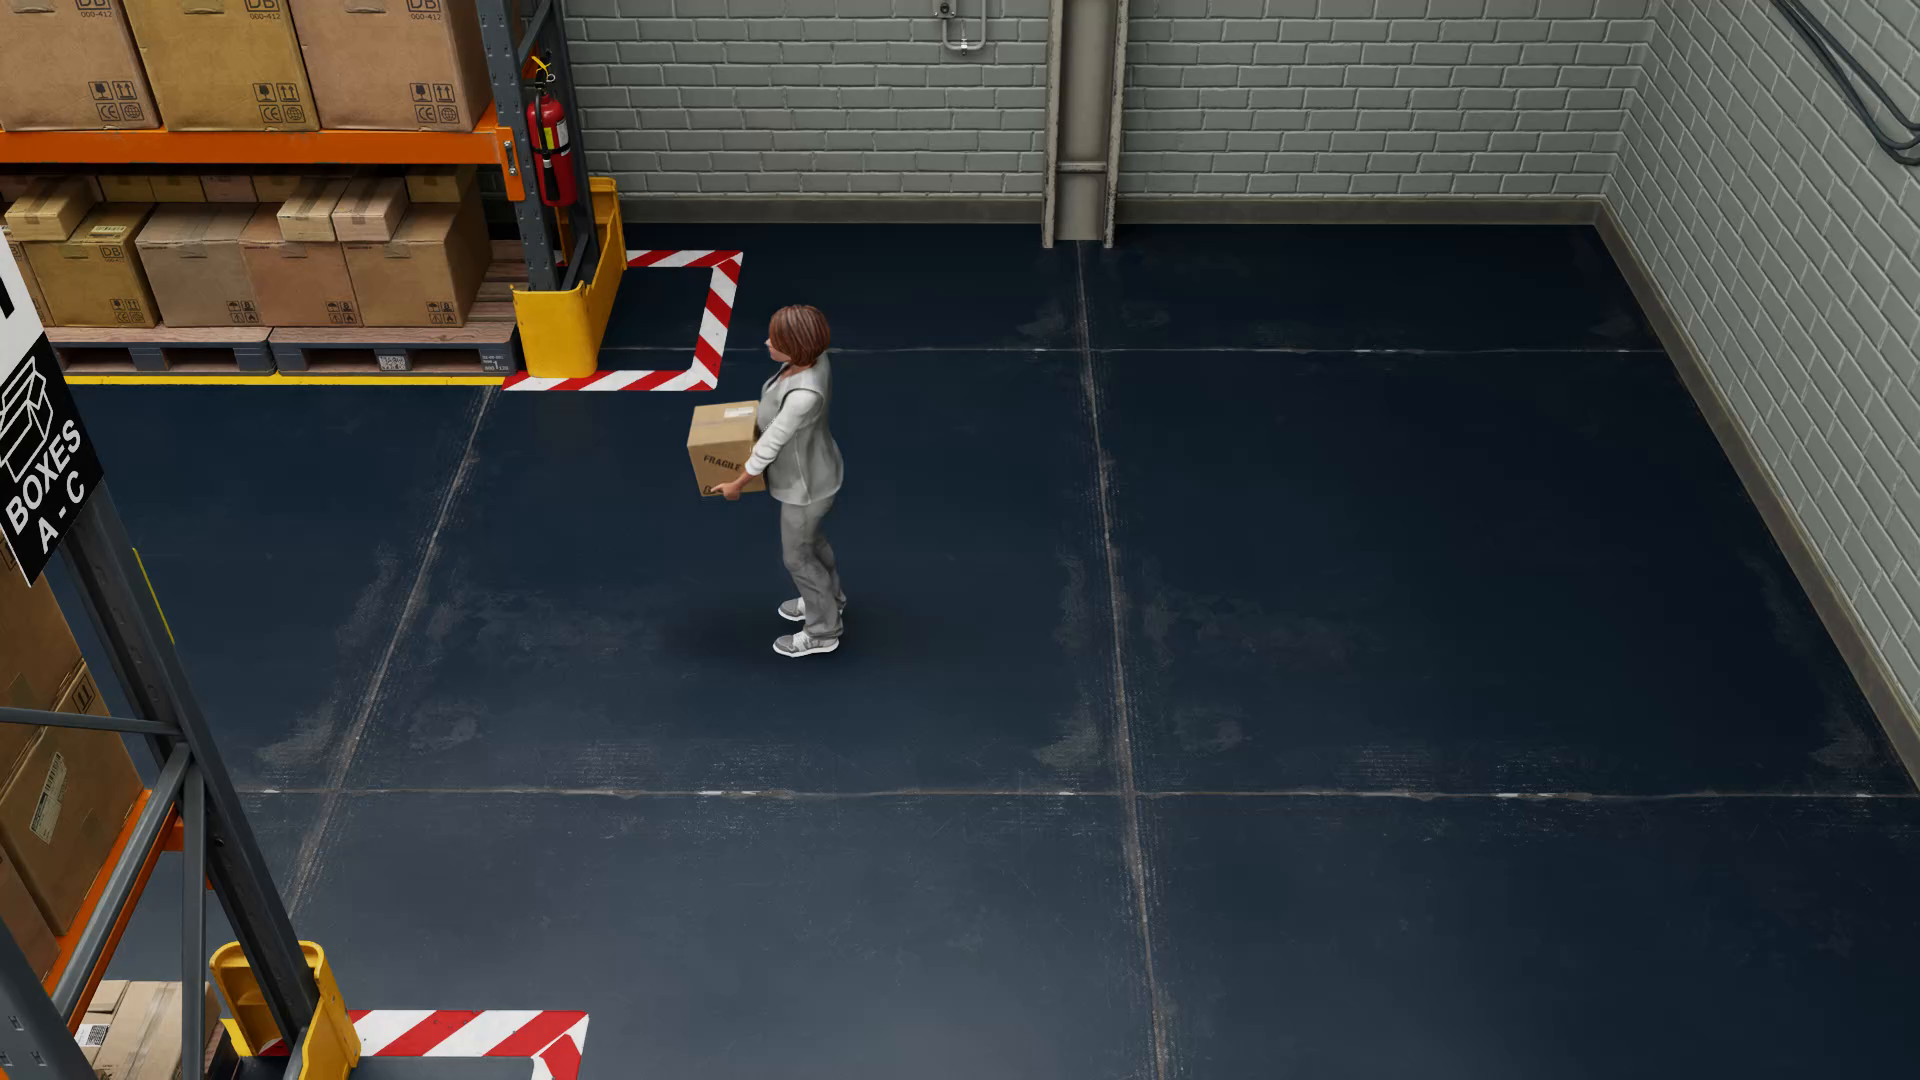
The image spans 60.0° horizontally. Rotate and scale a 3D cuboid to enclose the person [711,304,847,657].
[{"bbox_3d":[-0.695,-0.223,6.432,0.498,1.598,0.385,0,40,0],"label":"person"}]
